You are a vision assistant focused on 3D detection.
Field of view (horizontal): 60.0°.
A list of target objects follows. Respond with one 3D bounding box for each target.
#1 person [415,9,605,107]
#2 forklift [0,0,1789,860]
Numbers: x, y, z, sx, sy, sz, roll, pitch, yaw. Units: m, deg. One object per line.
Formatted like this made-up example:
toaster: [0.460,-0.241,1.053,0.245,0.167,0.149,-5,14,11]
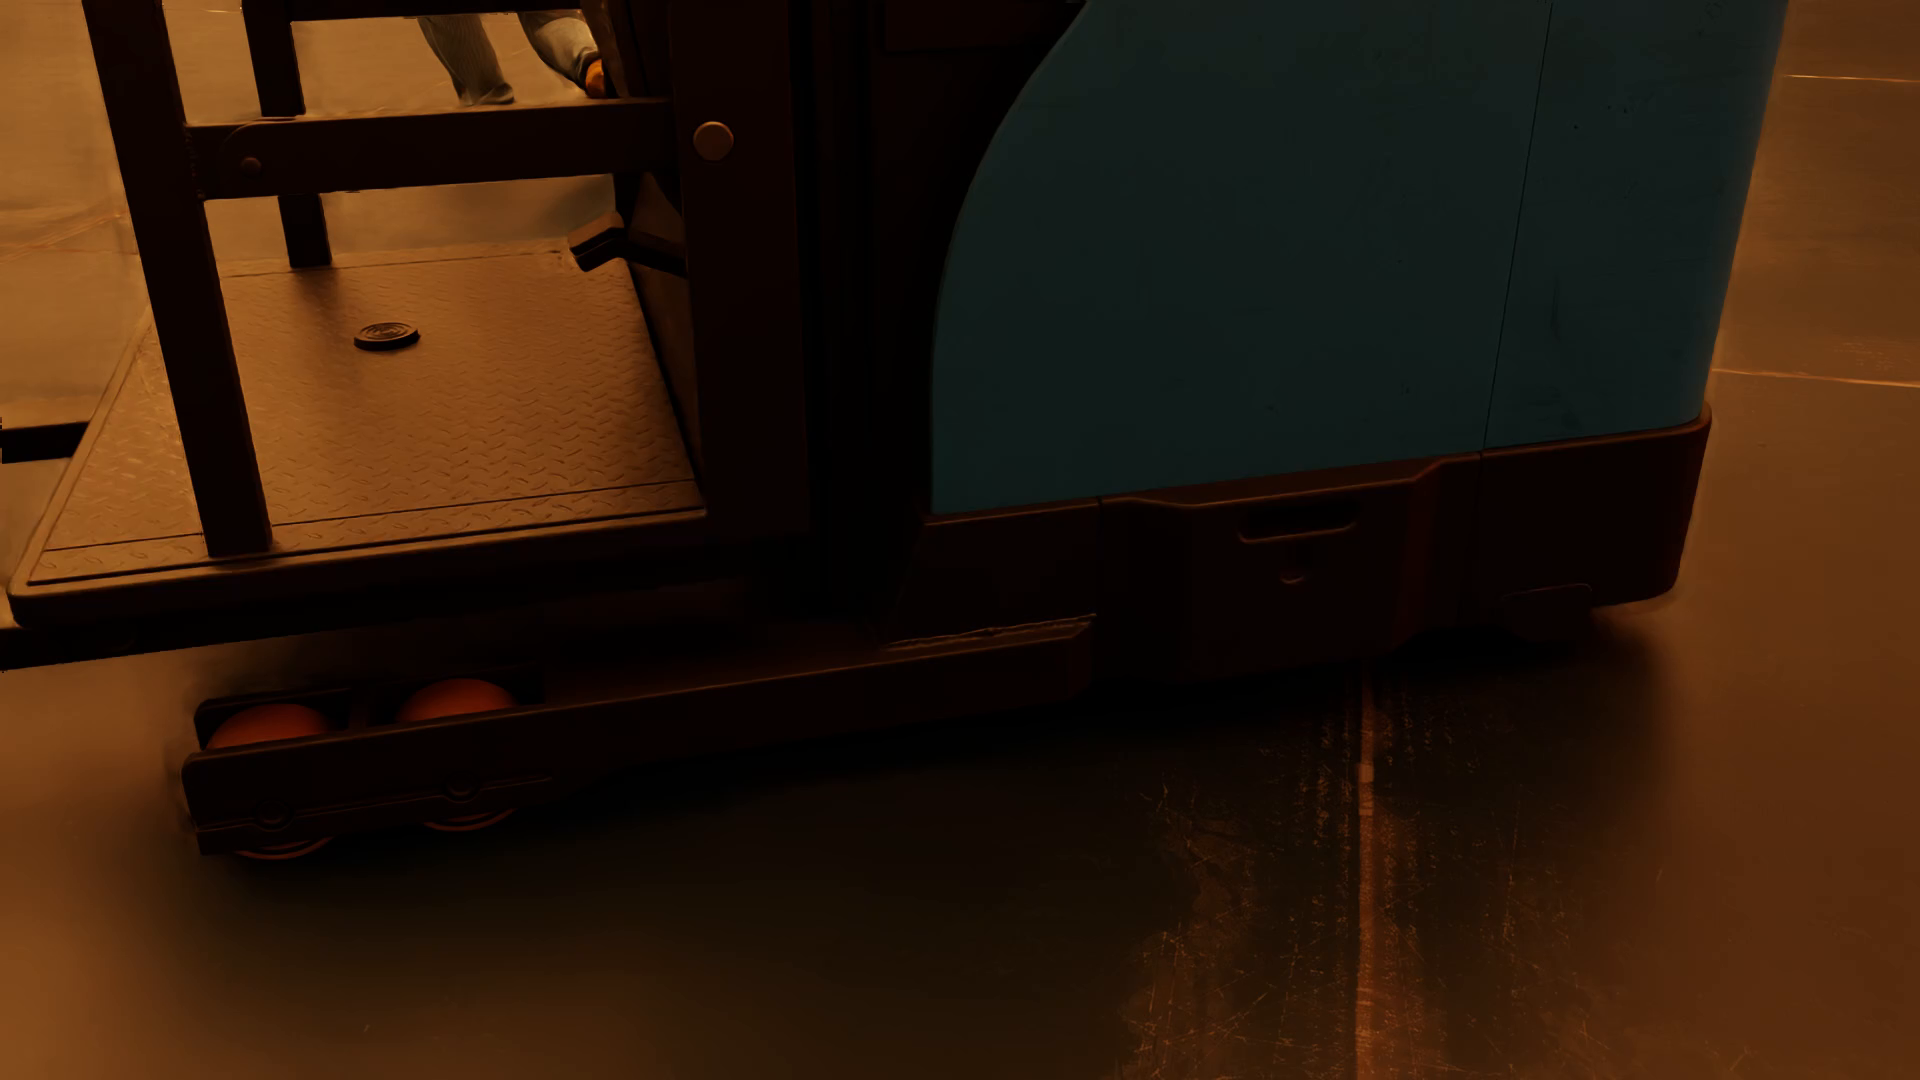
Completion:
person: [-1.251,-1.737,4.314,0.918,1.530,0.672,15,30,27]
forklift: [-0.603,-1.225,1.674,3.031,2.935,1.130,-7,28,-14]
